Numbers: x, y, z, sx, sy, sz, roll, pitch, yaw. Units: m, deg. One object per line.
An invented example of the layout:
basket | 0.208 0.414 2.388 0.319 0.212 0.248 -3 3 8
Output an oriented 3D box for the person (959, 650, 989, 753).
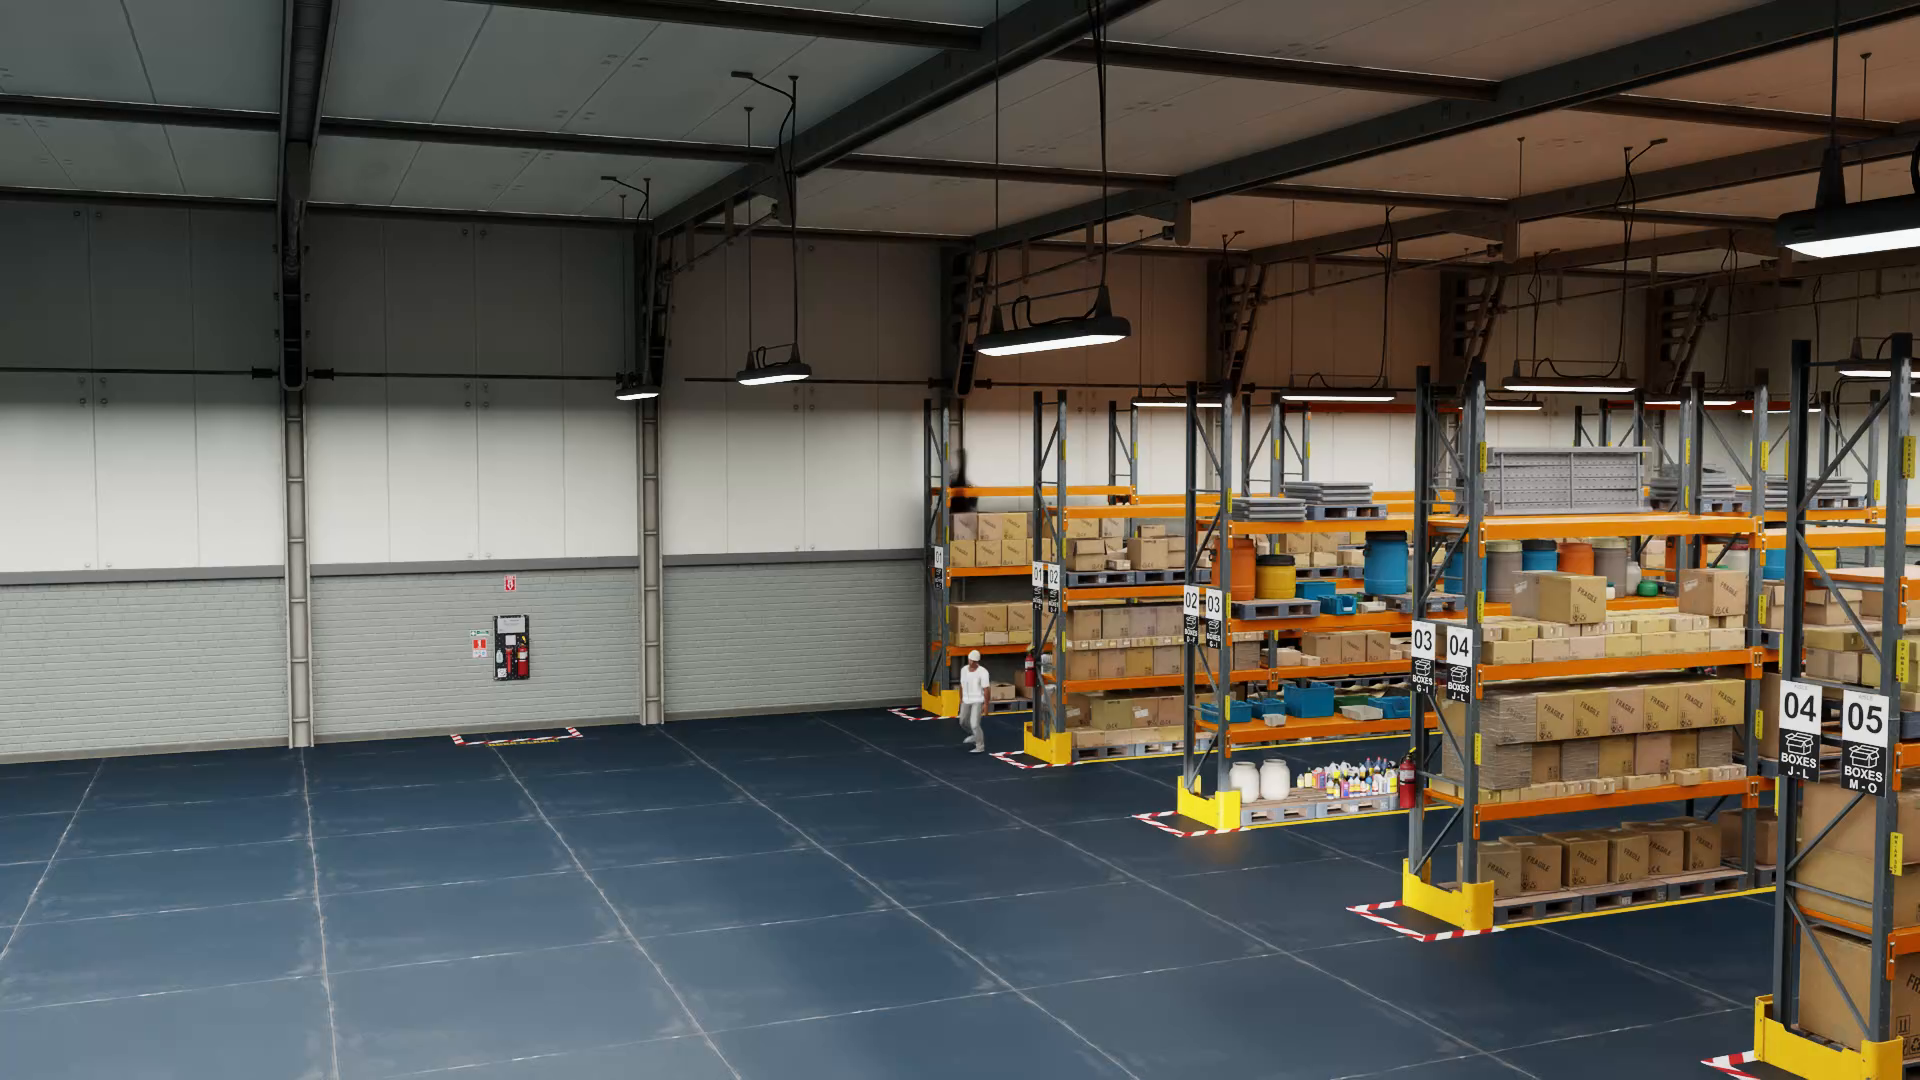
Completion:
person | 0.256 2.664 27.754 0.722 1.715 0.648 3 4 40

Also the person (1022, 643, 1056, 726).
person | 1.539 2.638 29.062 1.001 1.730 0.737 -3 4 -41
